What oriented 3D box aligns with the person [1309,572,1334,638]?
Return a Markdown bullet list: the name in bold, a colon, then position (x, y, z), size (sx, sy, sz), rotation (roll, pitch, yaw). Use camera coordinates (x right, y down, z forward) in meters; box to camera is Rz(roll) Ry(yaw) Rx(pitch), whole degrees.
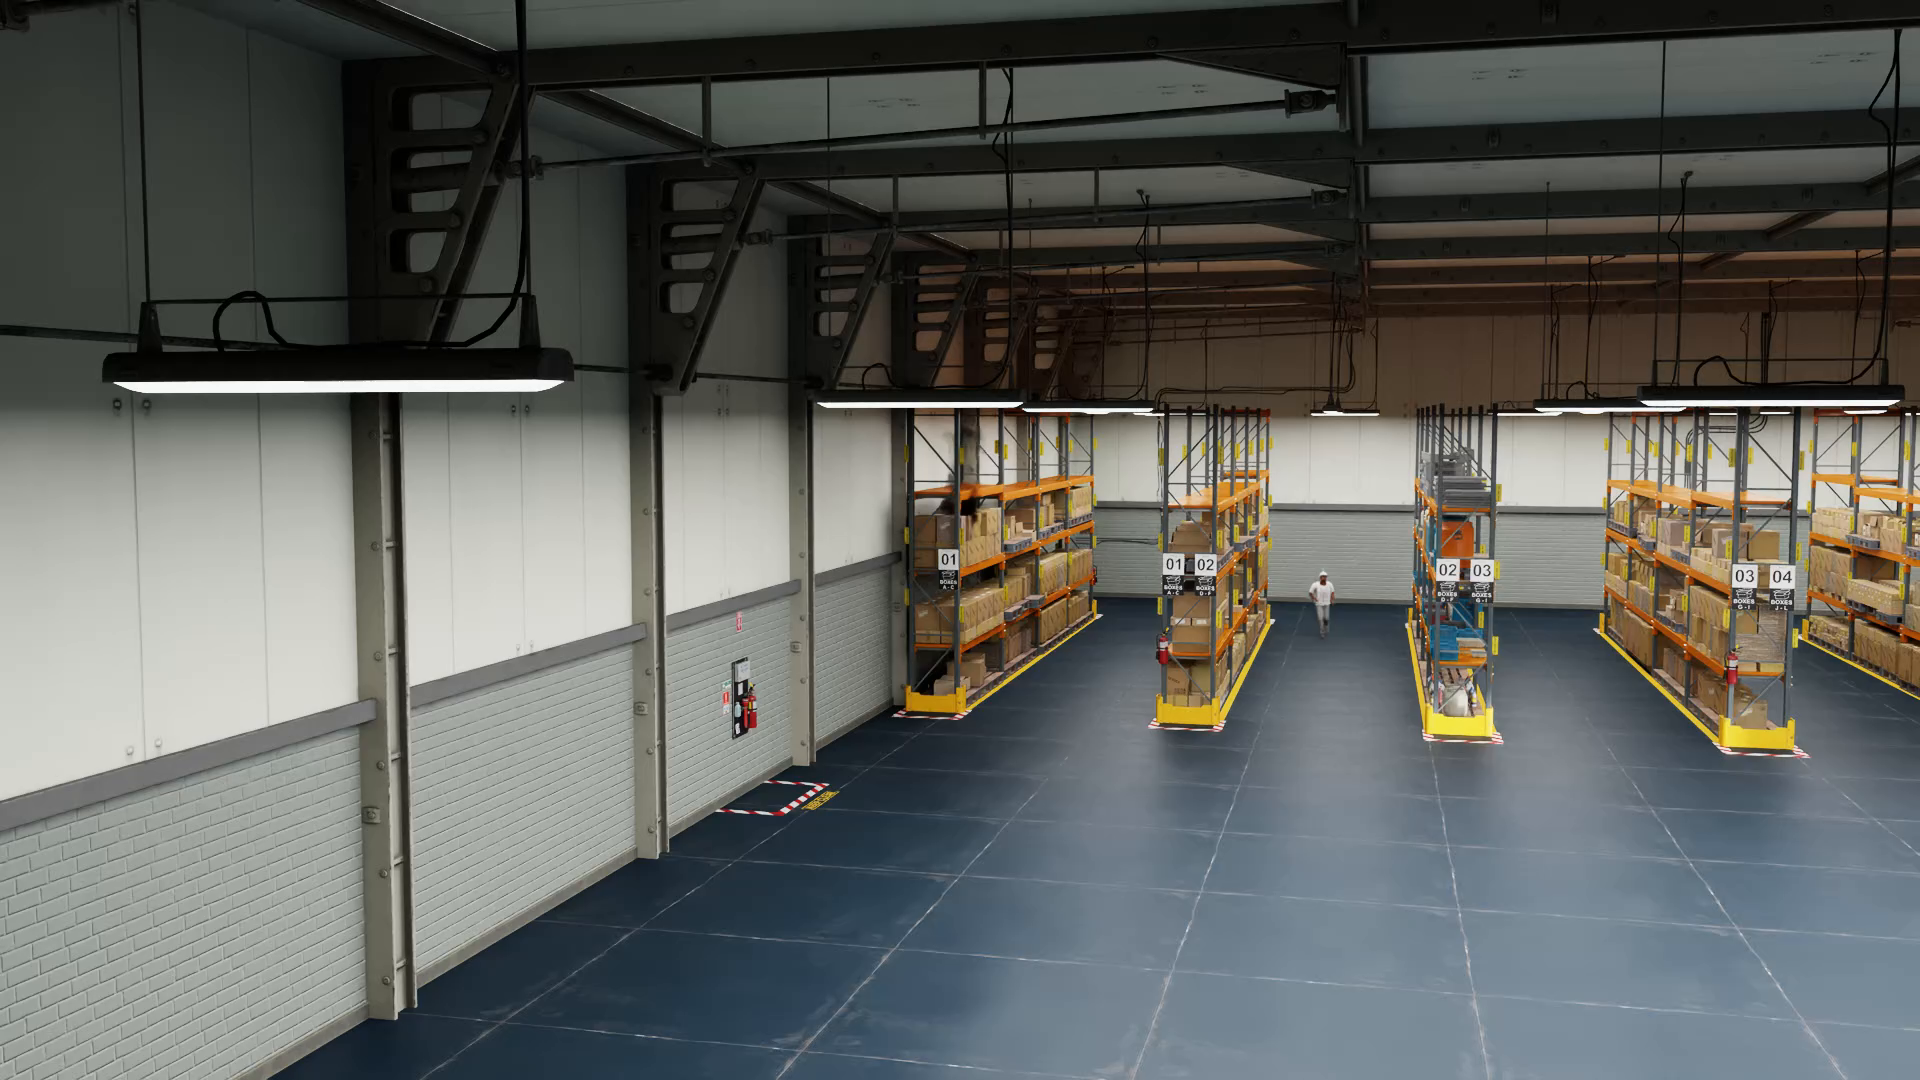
- **person**: position (9.488, 1.692, 43.542), size (0.683, 1.732, 0.579), rotation (0, 4, 3)
